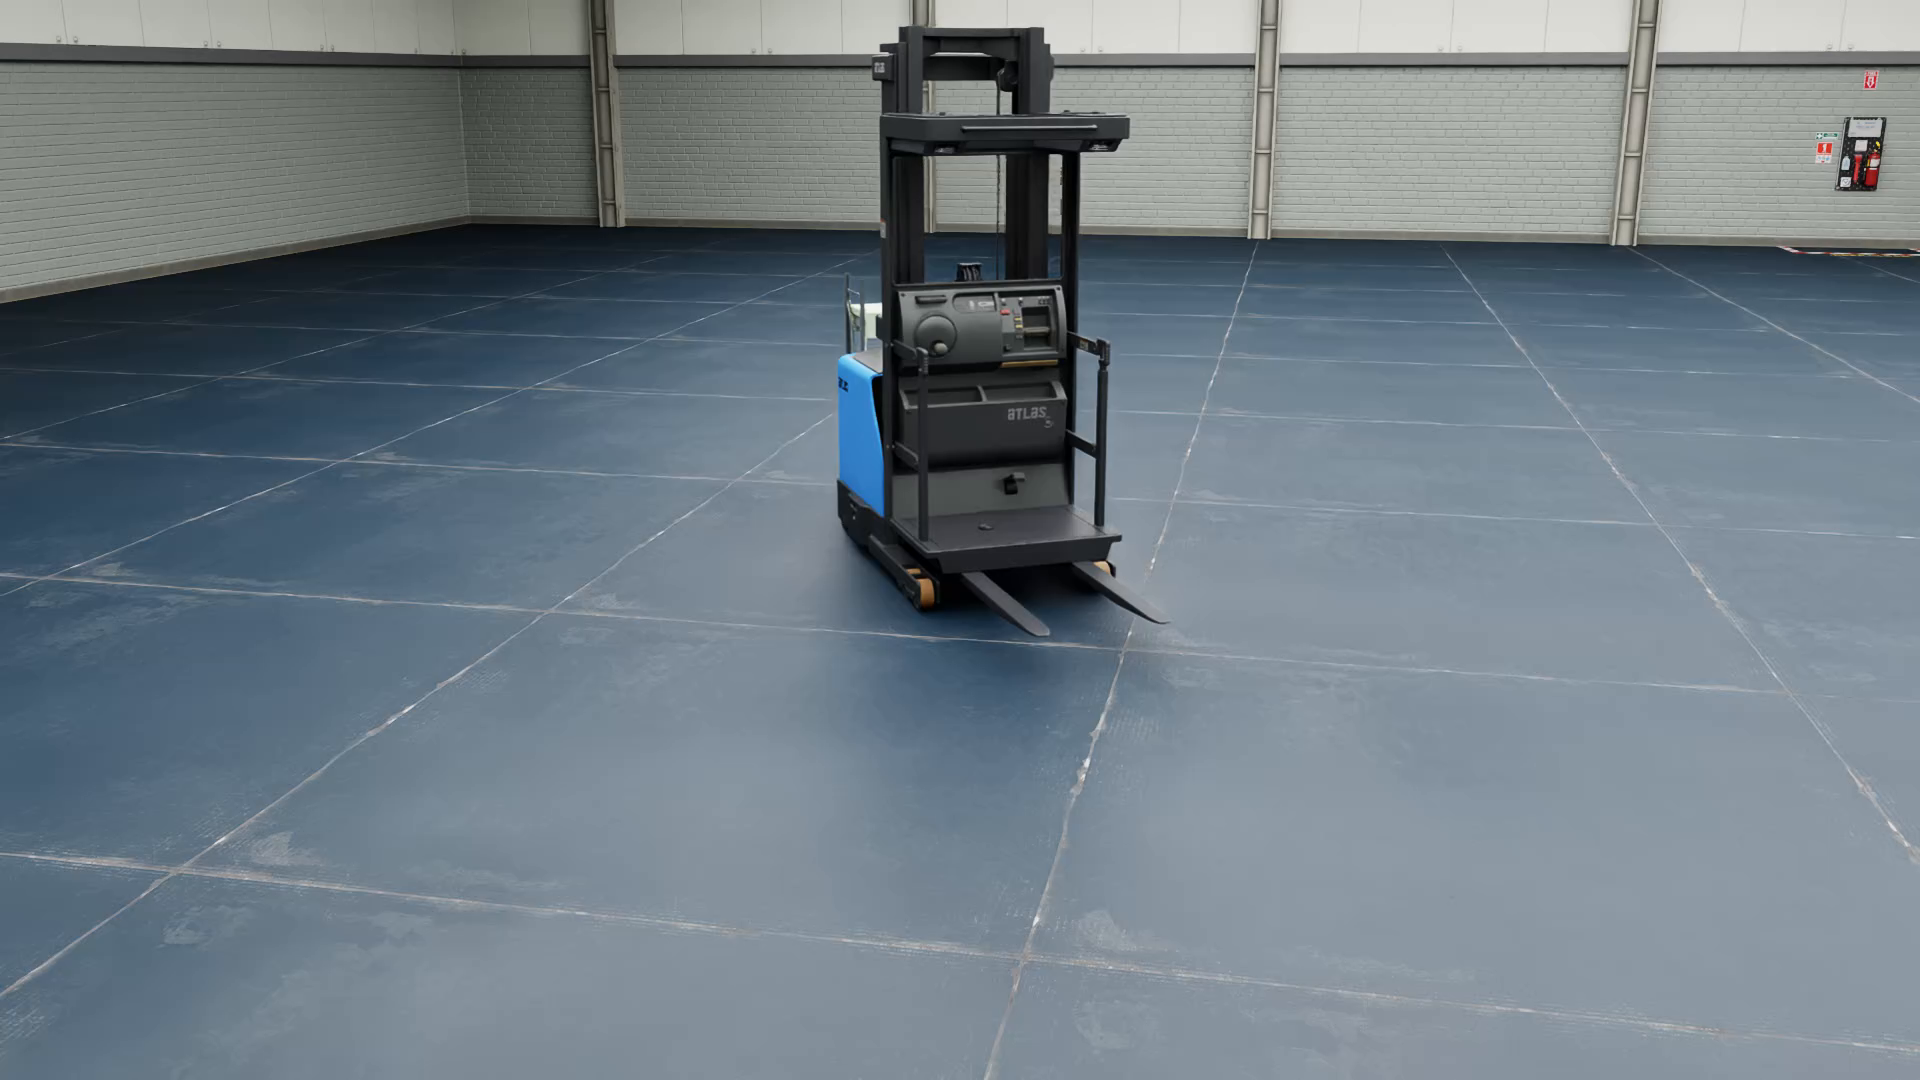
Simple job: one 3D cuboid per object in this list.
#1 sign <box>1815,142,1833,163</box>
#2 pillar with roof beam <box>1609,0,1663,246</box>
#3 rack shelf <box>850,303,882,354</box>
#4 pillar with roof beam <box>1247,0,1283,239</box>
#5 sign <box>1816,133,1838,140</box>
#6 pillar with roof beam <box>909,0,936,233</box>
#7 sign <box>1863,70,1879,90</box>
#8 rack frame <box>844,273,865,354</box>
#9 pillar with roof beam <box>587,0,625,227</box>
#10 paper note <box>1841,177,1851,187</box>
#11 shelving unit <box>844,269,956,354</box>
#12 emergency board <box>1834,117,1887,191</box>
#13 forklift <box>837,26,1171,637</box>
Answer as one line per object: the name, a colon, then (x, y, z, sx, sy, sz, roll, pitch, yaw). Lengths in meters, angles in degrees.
sign: (14.044, -6.292, 27.022, 0.234, 0.329, 0.001, 3, 16, 11)
pillar with roof beam: (10.241, -8.162, 22.599, 0.400, 9.000, 9.100, 3, 16, 11)
rack shelf: (-0.304, -1.308, 10.444, 0.720, 0.370, 0.431, -5, 16, -18)
pillar with roof beam: (4.362, -8.481, 23.751, 0.400, 9.000, 9.100, 3, 16, 11)
sign: (14.046, -6.545, 26.942, 0.331, 0.109, 0.001, 3, 16, 11)
pillar with roof beam: (-1.518, -8.800, 24.903, 0.400, 9.000, 9.100, 3, 16, 11)
sign: (14.577, -7.362, 26.610, 0.199, 0.298, 0.001, 3, 16, 11)
rack frame: (-0.651, -0.901, 10.437, 0.023, 1.500, 0.400, -5, 16, -18)
pillar with roof beam: (-7.398, -9.119, 26.056, 0.400, 9.000, 9.100, 3, 16, 11)
paper note: (14.405, -5.822, 27.040, 0.142, 0.148, 0.016, 3, 16, 11)
shelving unit: (-0.304, -0.932, 10.548, 0.755, 1.500, 0.431, -5, 16, -18)
emergency board: (14.565, -6.219, 26.823, 0.643, 1.169, 0.194, 3, 16, 11)
forklift: (0.194, -1.171, 8.728, 1.130, 2.935, 3.031, -5, 16, -18)
